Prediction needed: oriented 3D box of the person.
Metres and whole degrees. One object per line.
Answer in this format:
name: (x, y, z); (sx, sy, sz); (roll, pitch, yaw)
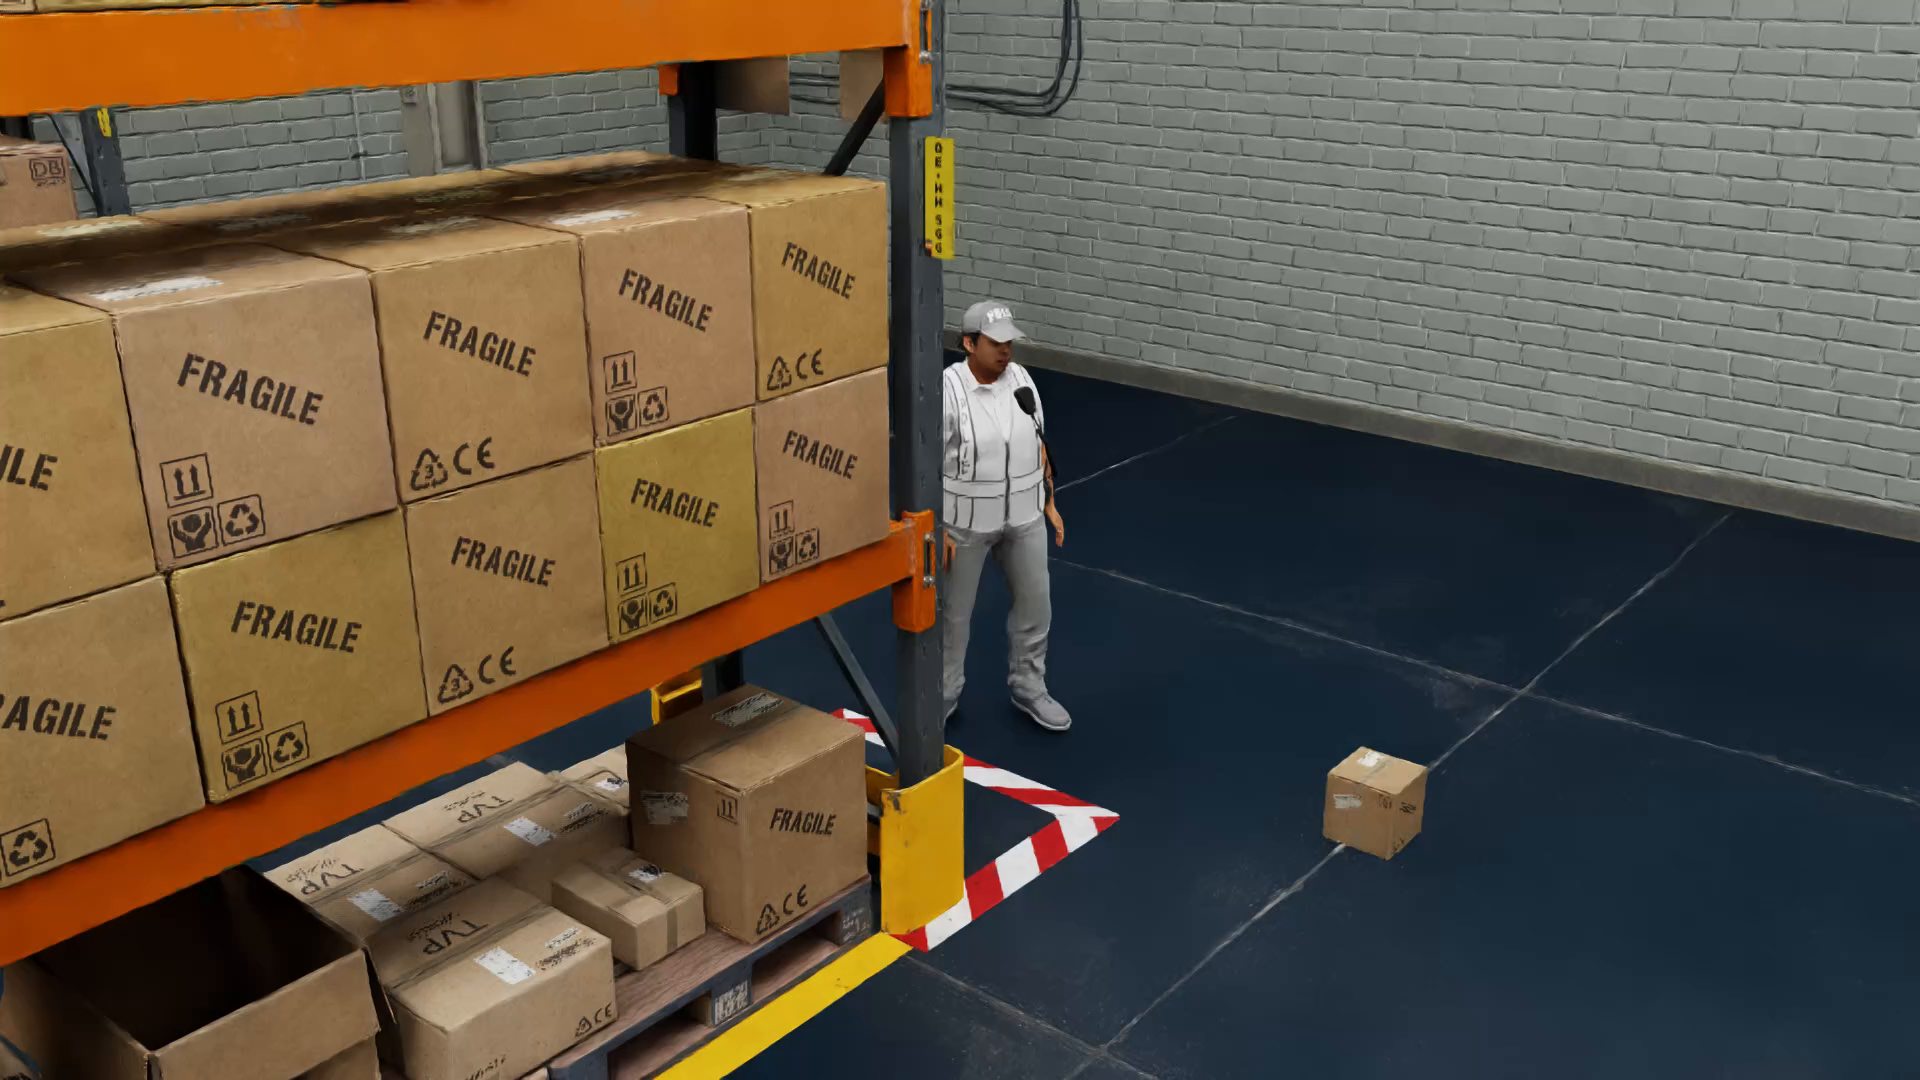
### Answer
person: (0.102, -0.071, 6.207); (0.608, 1.671, 0.393); (-8, 22, -20)
